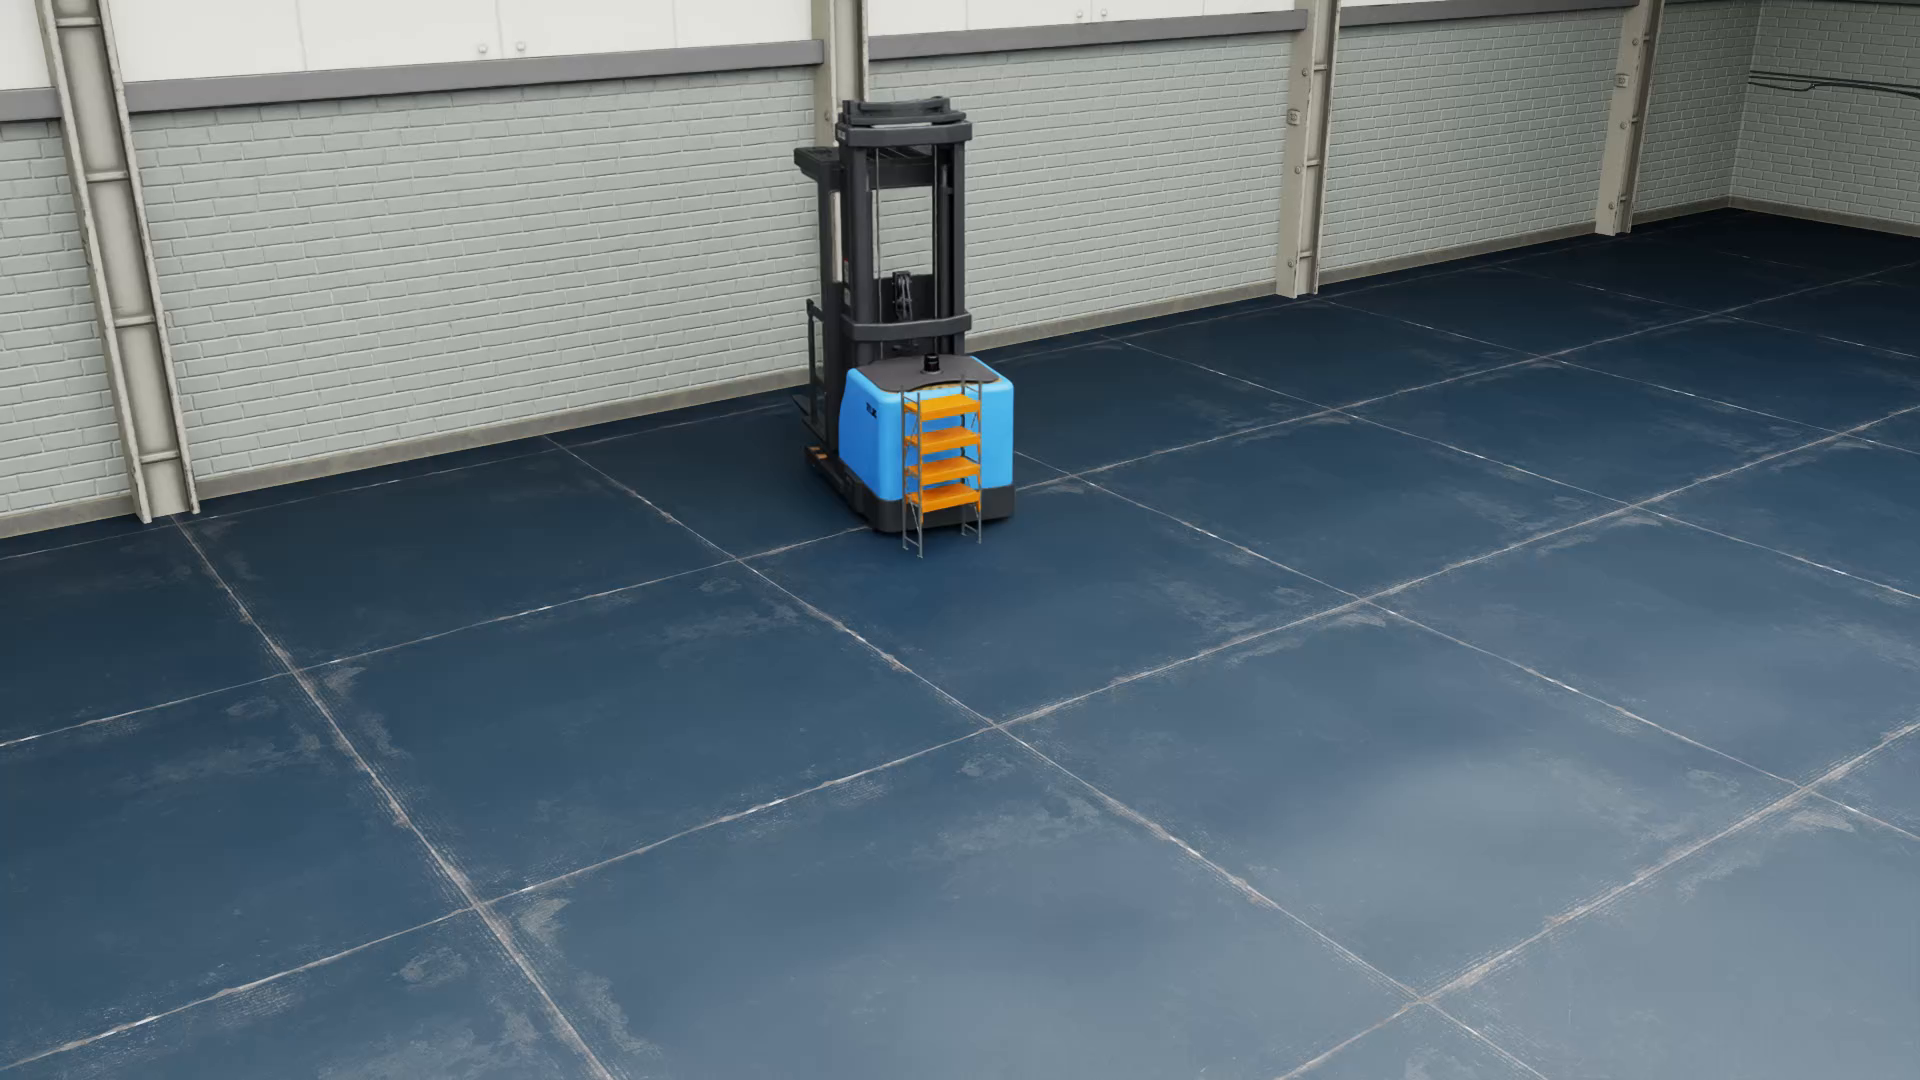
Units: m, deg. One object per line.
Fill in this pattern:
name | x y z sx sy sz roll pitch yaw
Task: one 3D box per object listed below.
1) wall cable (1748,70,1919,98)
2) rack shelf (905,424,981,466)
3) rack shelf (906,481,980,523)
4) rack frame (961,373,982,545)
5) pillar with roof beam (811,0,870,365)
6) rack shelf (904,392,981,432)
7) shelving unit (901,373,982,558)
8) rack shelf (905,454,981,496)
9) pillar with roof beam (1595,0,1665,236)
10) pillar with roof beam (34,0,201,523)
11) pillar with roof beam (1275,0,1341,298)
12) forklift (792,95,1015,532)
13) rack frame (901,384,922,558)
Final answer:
wall cable | 11.856 -7.083 21.695 0.112 2.526 3.097 -15 26 -33
rack shelf | -0.127 -0.661 11.511 0.480 0.148 0.258 -13 25 -29
rack shelf | -0.127 -0.269 11.668 0.480 0.148 0.258 -13 25 -29
rack frame | 0.081 -0.563 11.689 0.015 1.200 0.240 -13 25 -29
pillar with roof beam | 1.466 -4.393 10.764 0.400 9.000 9.100 -15 26 -33
rack shelf | -0.127 -0.881 11.424 0.480 0.148 0.258 -13 25 -29
shelving unit | -0.127 -0.516 11.569 0.503 1.200 0.258 -13 25 -29
rack shelf | -0.127 -0.453 11.594 0.480 0.148 0.258 -13 25 -29
pillar with roof beam | 11.207 -6.991 17.273 0.400 9.000 9.100 -15 26 -33
pillar with roof beam | -3.405 -3.094 7.509 0.400 9.000 9.100 -15 26 -33
pillar with roof beam | 6.336 -5.692 14.018 0.400 9.000 9.100 -15 26 -33
forklift | -0.603 -1.929 12.777 1.130 2.935 3.031 -8 23 -19
rack frame | -0.334 -0.468 11.450 0.015 1.200 0.240 -13 25 -29
